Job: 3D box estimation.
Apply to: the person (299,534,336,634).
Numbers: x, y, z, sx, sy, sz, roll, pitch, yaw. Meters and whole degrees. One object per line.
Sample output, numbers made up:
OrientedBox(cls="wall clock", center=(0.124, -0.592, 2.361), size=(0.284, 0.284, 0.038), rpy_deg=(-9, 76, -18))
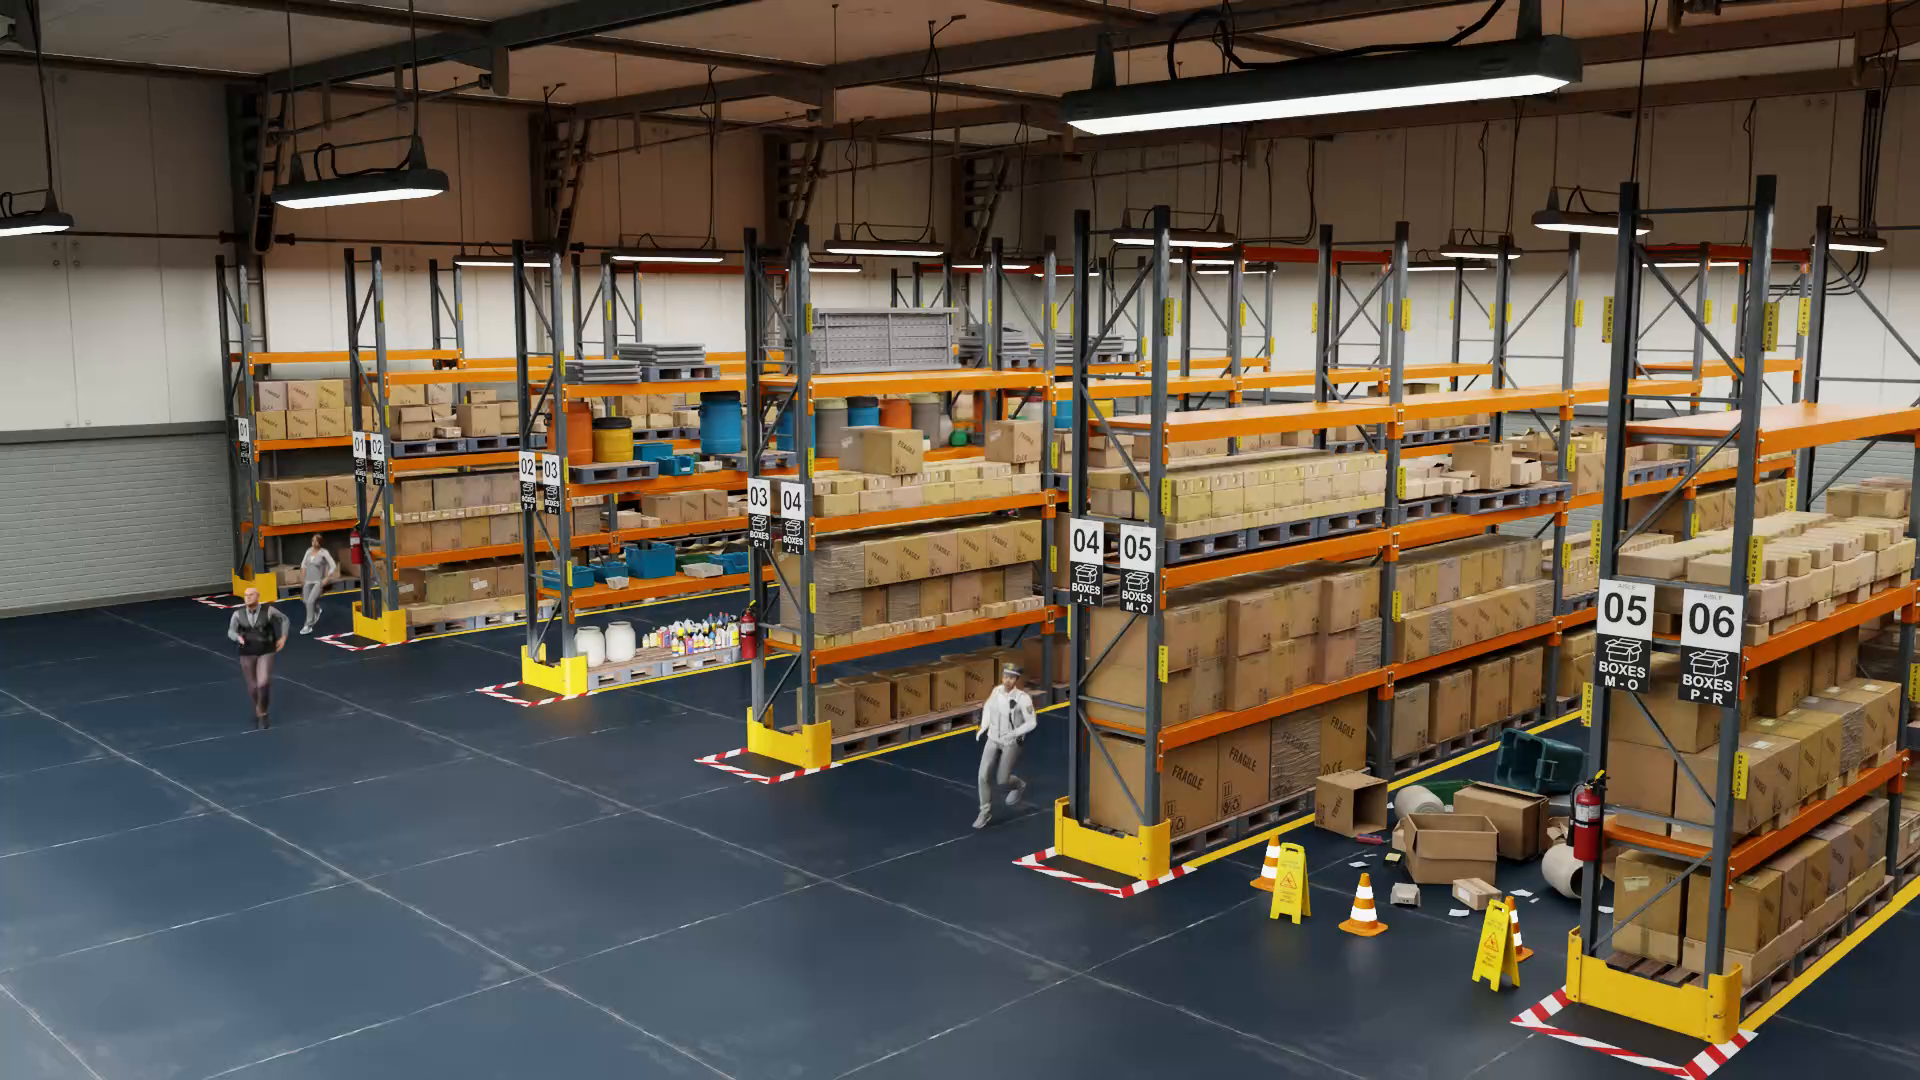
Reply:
OrientedBox(cls="person", center=(-10.153, 0.674, 26.355), size=(0.583, 1.566, 0.656), rpy_deg=(1, 8, 9))

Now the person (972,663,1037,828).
OrientedBox(cls="person", center=(0.476, 2.028, 16.625), size=(0.652, 1.688, 0.742), rpy_deg=(5, 10, 33))

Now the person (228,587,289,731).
OrientedBox(cls="person", center=(-8.636, 1.451, 20.464), size=(0.659, 1.755, 0.751), rpy_deg=(-1, 8, -8))
